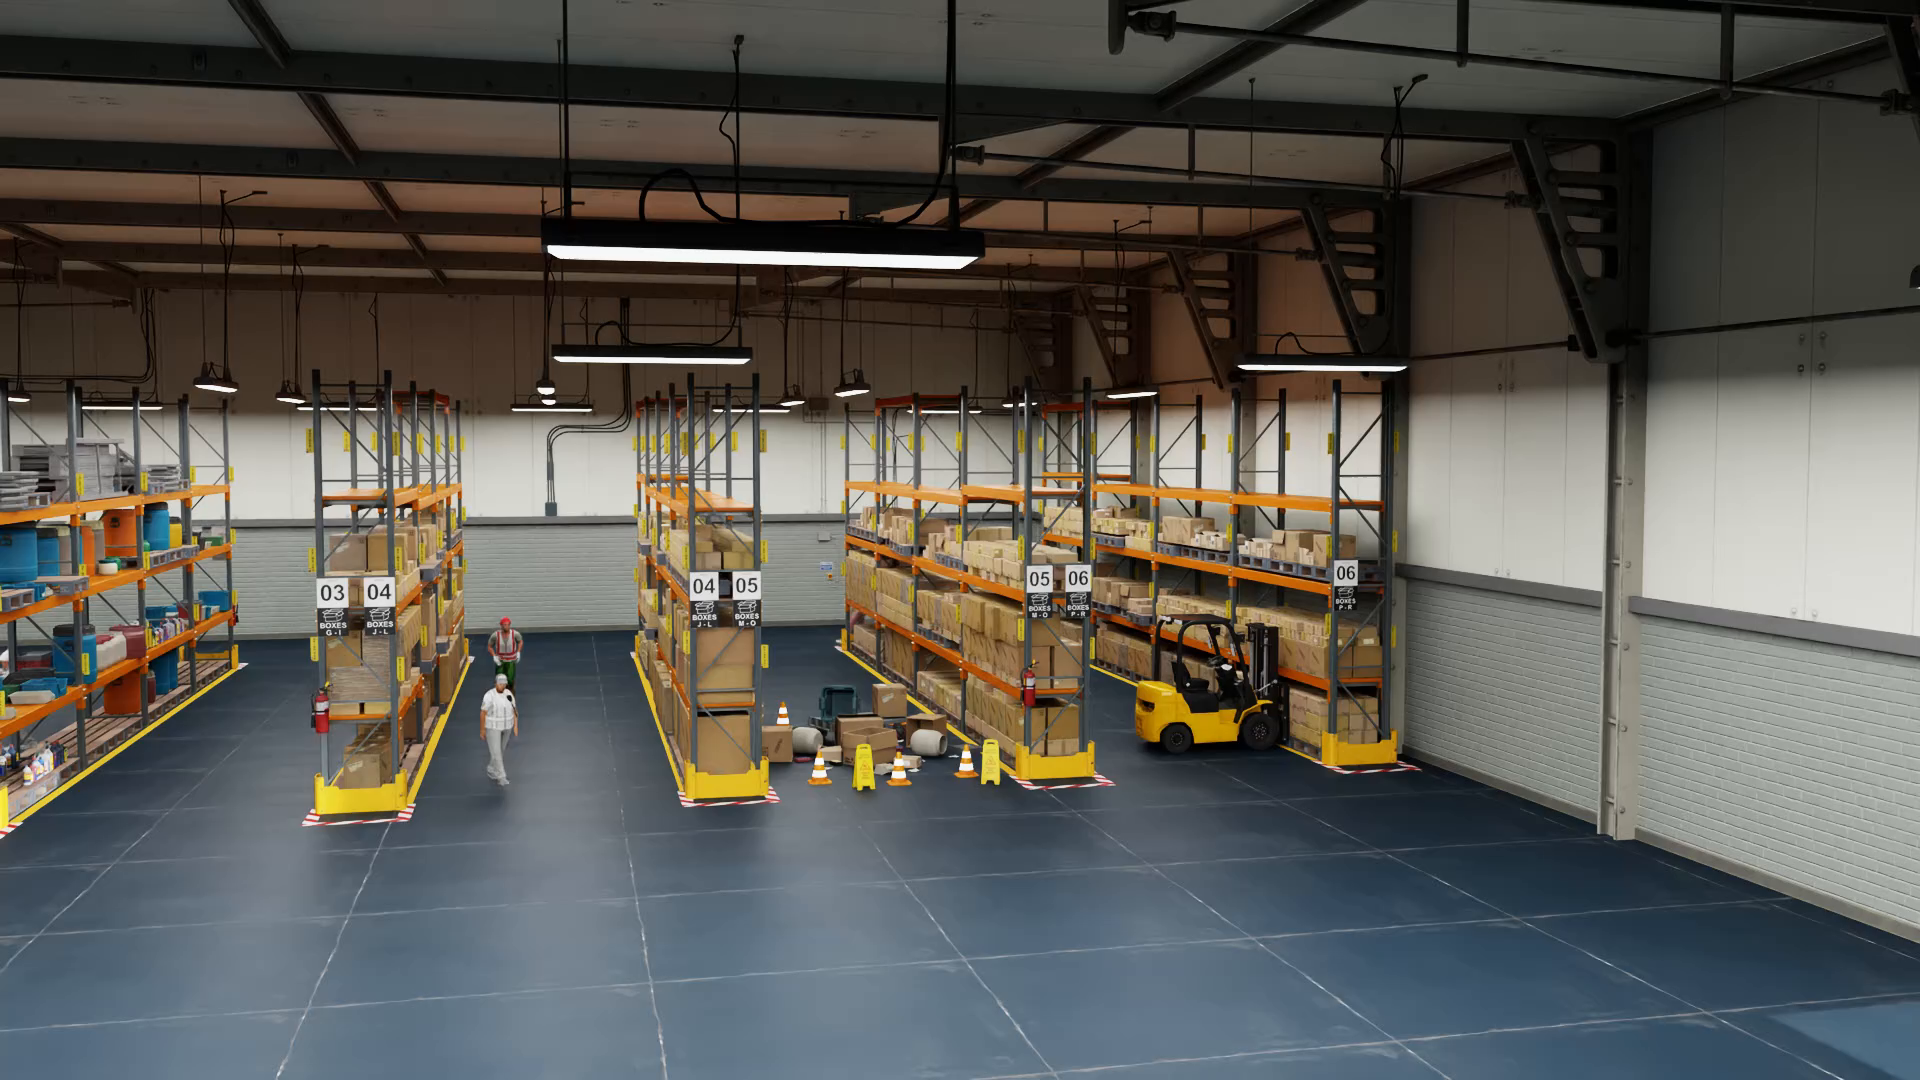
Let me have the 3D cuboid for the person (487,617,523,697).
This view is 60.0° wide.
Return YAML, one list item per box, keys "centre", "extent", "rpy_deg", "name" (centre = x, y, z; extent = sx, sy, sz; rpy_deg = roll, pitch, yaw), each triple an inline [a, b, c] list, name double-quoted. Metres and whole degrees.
- centre: [-8.772, 2.314, 32.059]
  extent: [0.627, 1.687, 0.619]
  rpy_deg: [0, 3, -4]
  name: "person"

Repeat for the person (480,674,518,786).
- centre: [-6.747, 2.764, 24.419]
  extent: [1.022, 1.604, 0.521]
  rpy_deg: [3, 4, 42]
  name: "person"

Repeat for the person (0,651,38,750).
- centre: [-15.040, 2.603, 26.209]
  extent: [0.969, 1.719, 0.564]
  rpy_deg: [1, 3, 15]
  name: "person"

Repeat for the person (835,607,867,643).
- centre: [-2.616, 1.793, 41.622]
  extent: [1.056, 1.598, 0.427]
  rpy_deg: [-1, 3, -19]
  name: "person"
